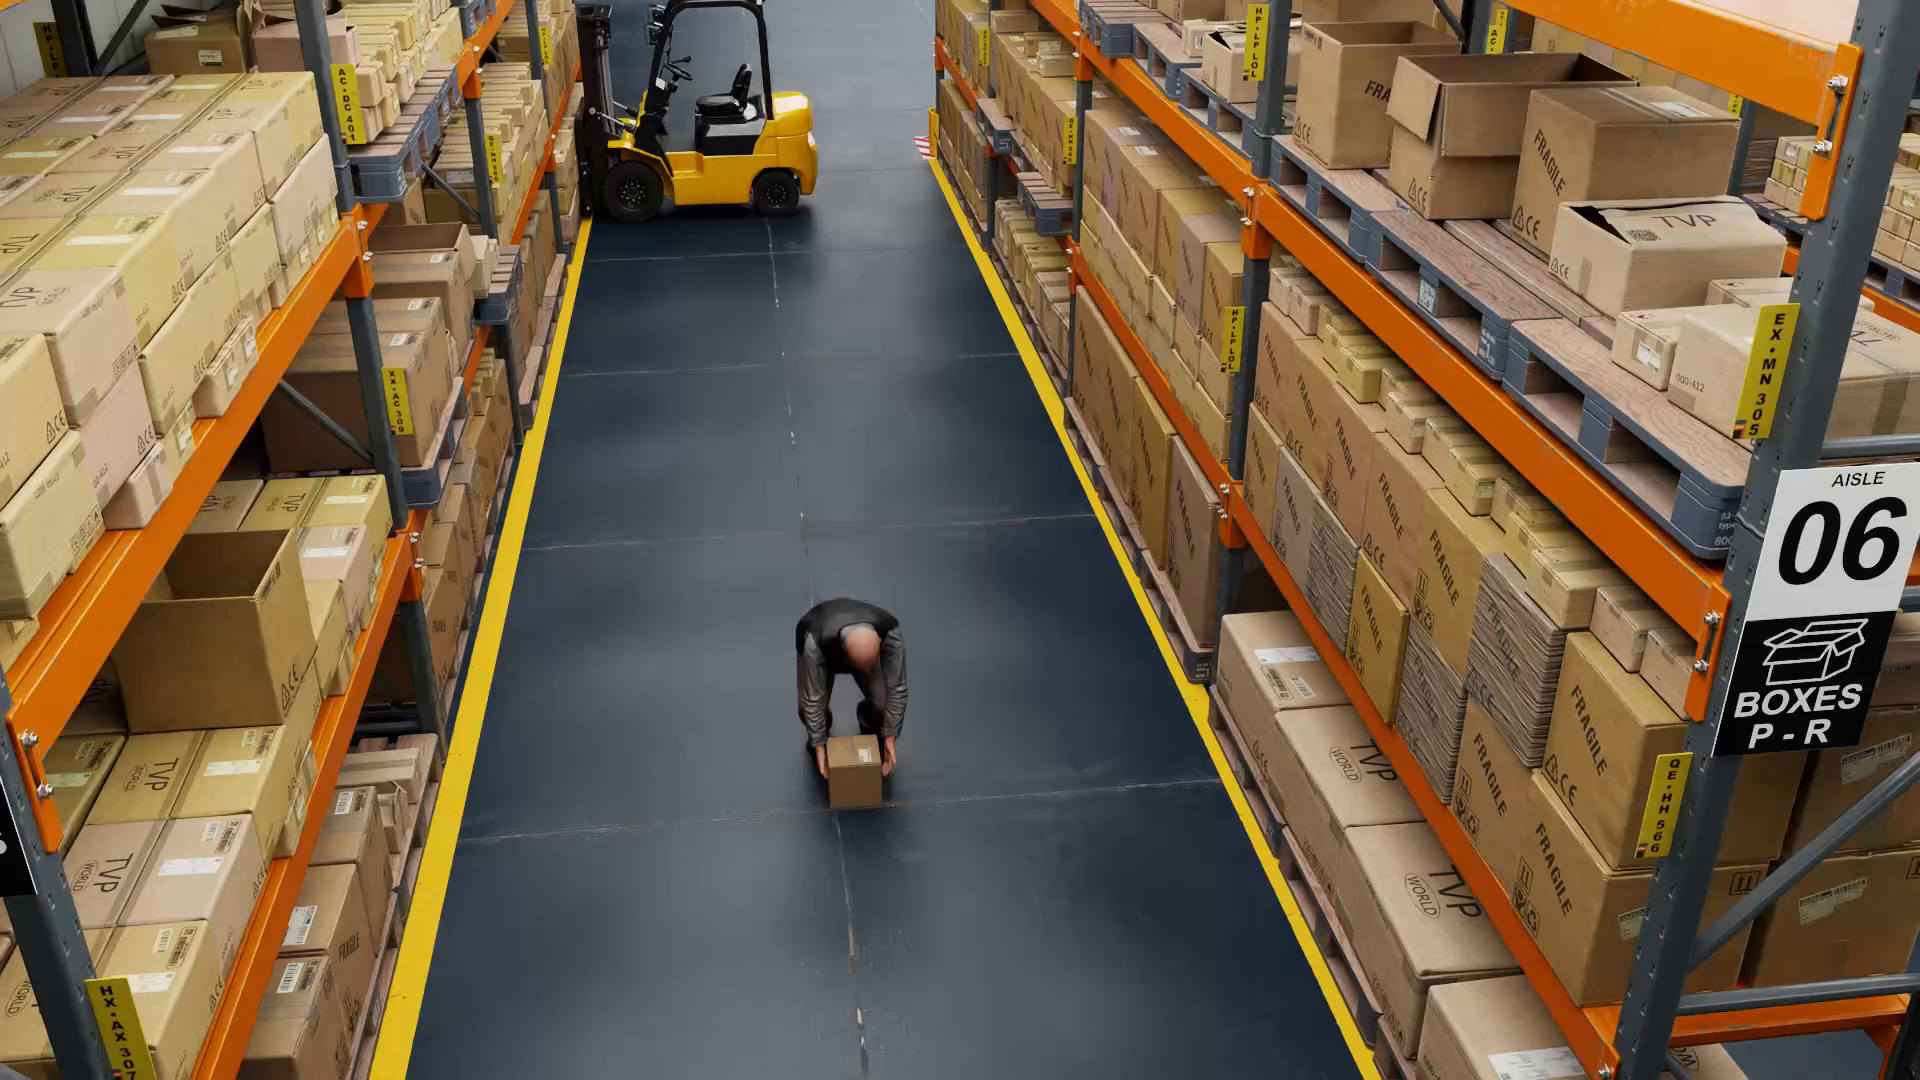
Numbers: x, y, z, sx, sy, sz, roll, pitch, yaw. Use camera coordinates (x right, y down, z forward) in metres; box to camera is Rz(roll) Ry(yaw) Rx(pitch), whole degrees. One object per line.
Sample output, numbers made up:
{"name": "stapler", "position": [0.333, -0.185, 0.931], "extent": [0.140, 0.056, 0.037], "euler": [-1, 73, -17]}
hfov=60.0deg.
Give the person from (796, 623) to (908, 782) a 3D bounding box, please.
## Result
{"name": "person", "position": [-0.545, 0.675, 8.224], "extent": [0.539, 0.906, 0.857], "euler": [-4, 27, -7]}
